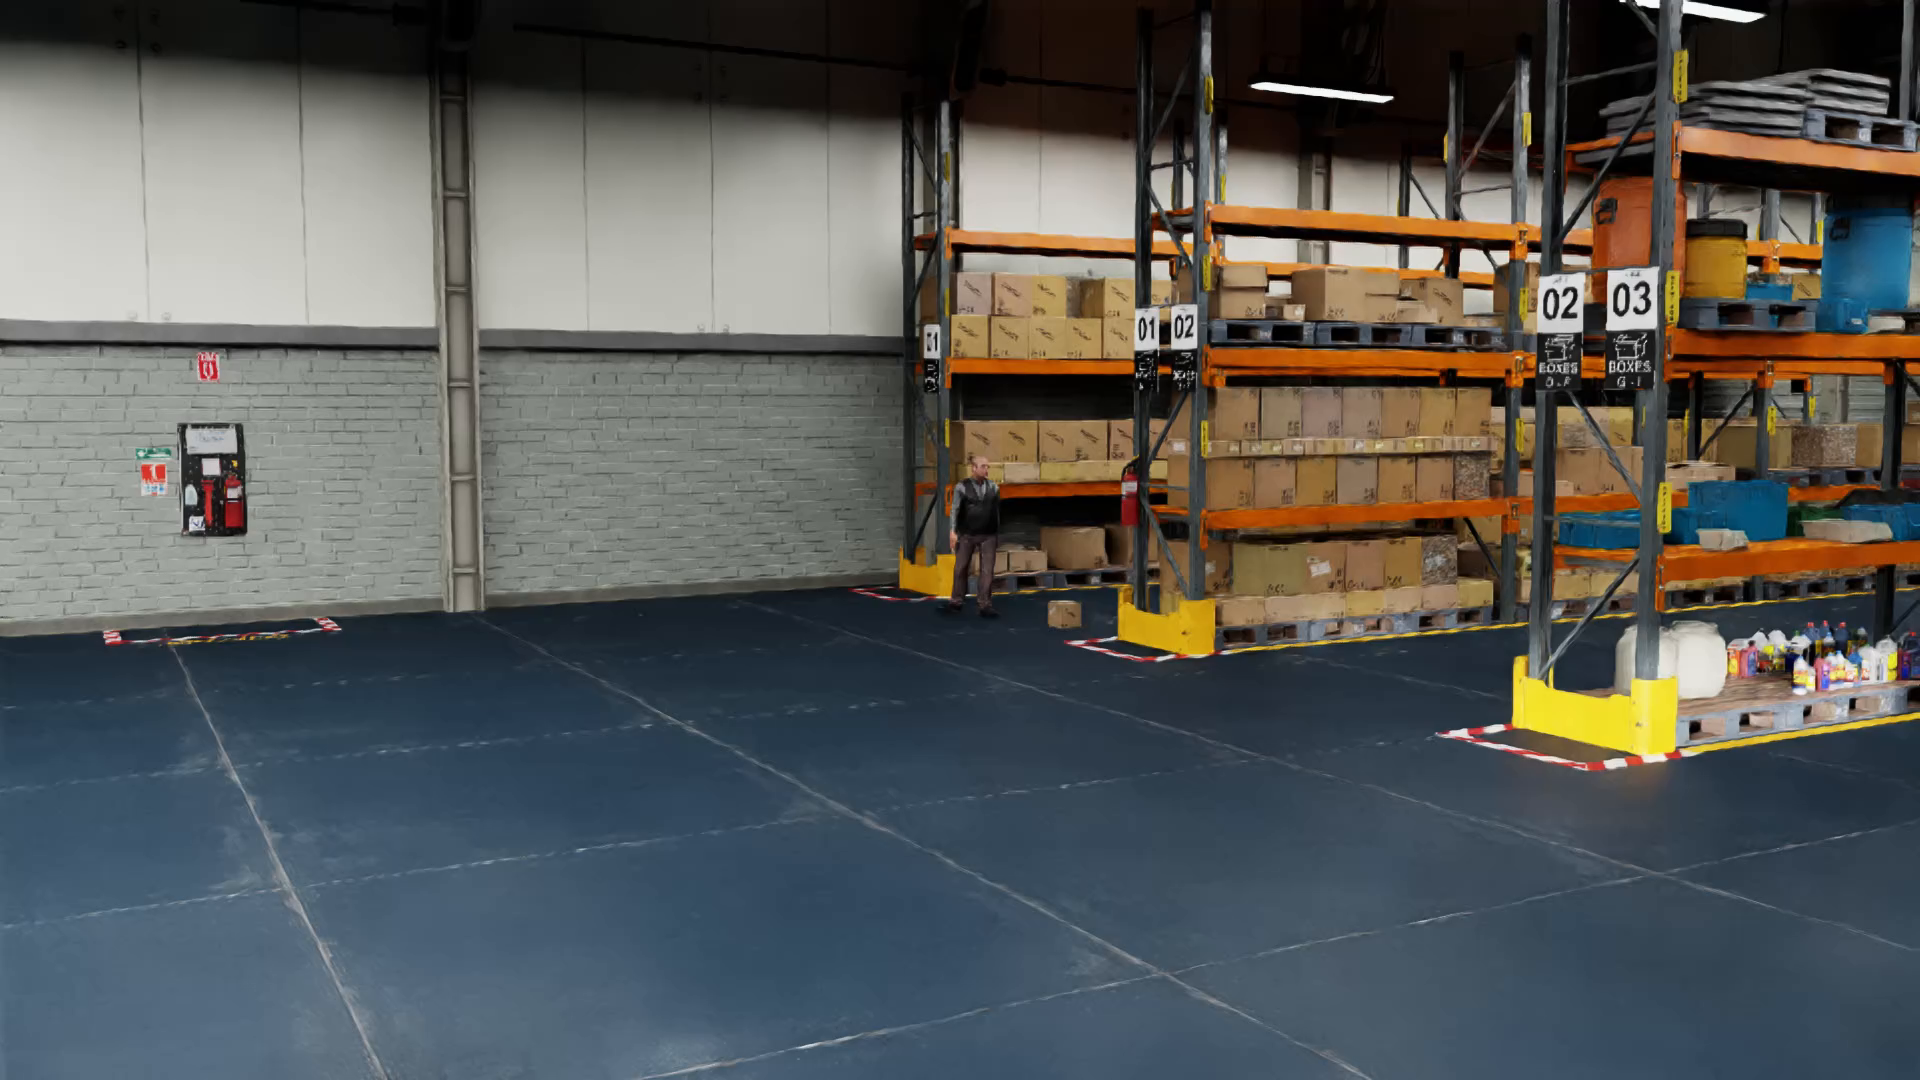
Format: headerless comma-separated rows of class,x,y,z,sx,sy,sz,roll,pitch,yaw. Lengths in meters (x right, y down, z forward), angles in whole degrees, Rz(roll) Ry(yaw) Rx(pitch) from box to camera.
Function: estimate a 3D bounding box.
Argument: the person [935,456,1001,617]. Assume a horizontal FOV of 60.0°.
person,0.094,-0.040,17.869,0.692,1.725,0.470,-1,5,-7
